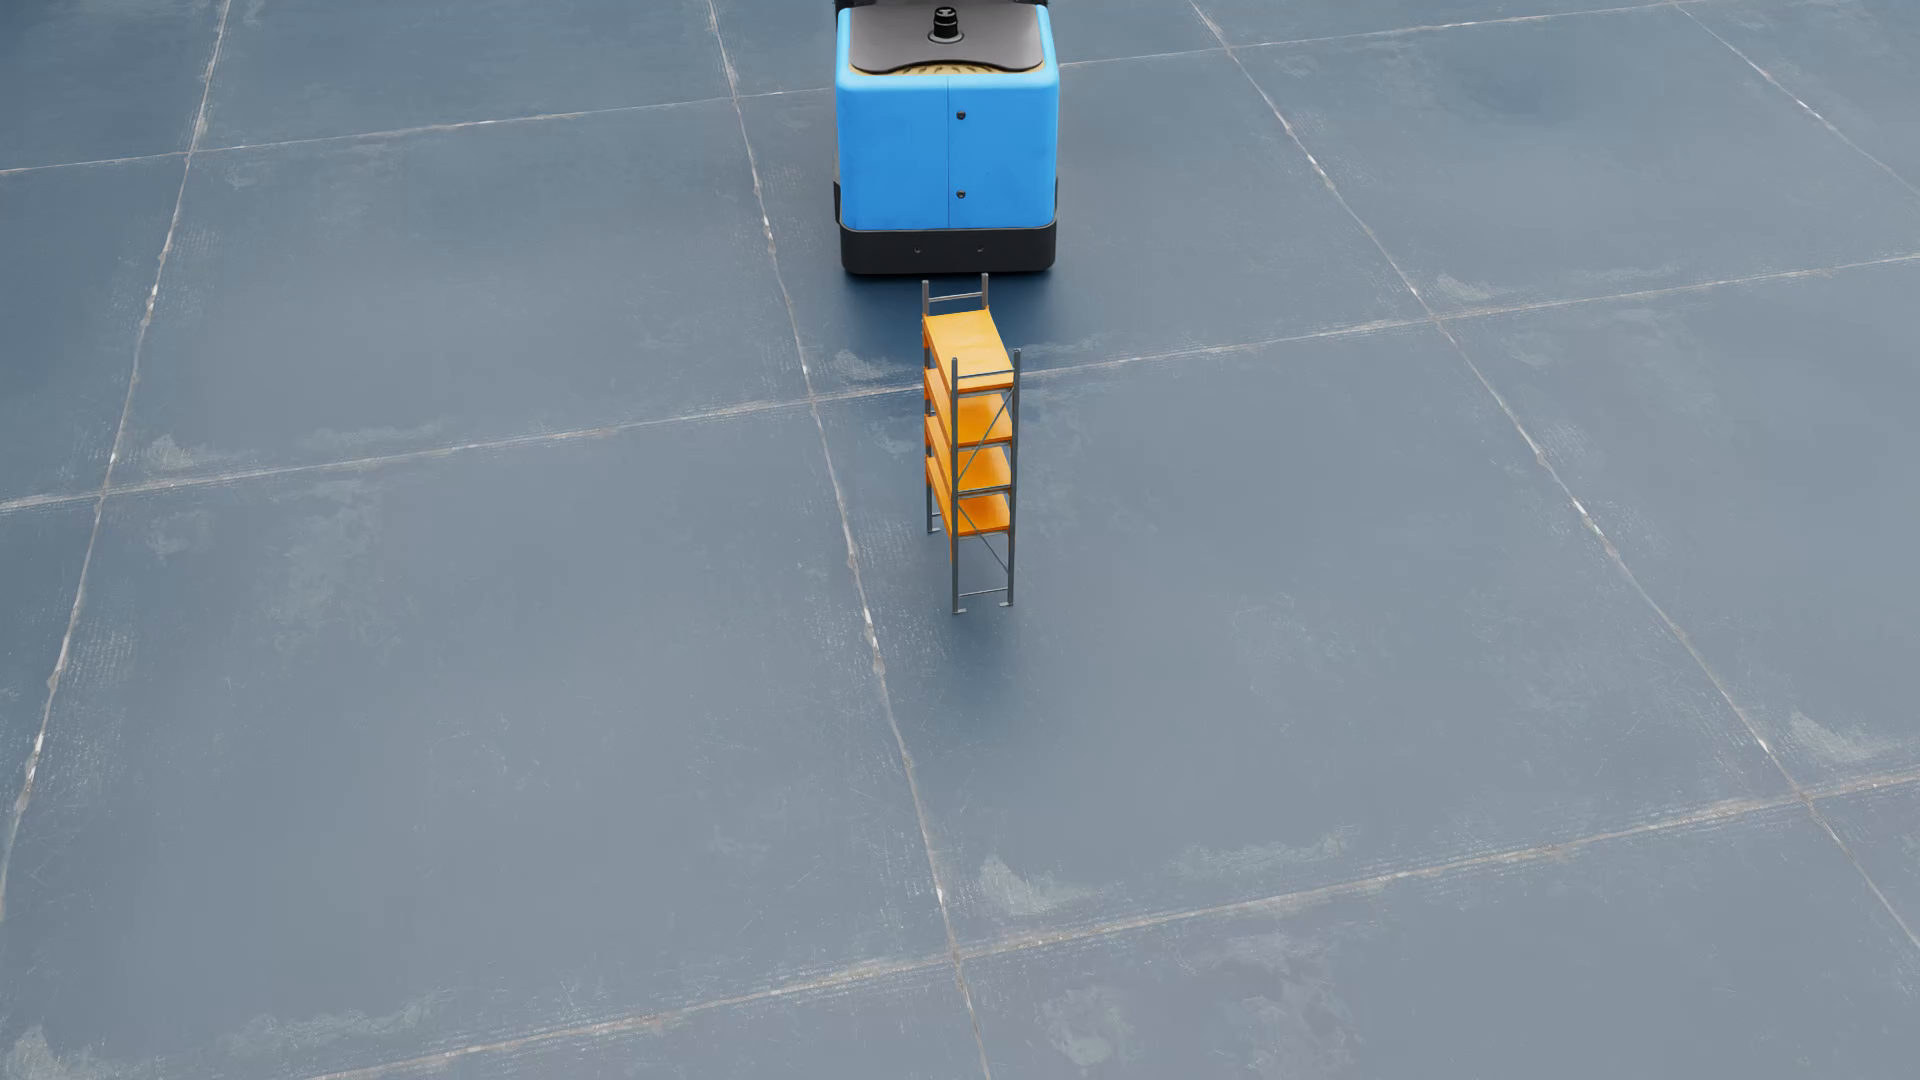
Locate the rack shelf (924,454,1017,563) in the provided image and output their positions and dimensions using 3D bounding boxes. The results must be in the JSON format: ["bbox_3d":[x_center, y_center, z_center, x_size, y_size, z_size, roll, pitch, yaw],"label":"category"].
[{"bbox_3d":[0.036,-0.143,6.407,0.258,0.148,0.480,-8,42,-9],"label":"rack shelf"}]

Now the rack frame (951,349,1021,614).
[{"bbox_3d":[0.088,-0.183,6.053,0.240,1.200,0.015,-8,42,-9],"label":"rack frame"}]

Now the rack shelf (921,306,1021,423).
[{"bbox_3d":[0.036,-0.635,5.970,0.258,0.148,0.480,-8,42,-9],"label":"rack shelf"}]

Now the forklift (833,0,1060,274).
[{"bbox_3d":[-0.106,-3.350,8.316,1.130,2.935,3.031,-1,42,-2],"label":"forklift"}]

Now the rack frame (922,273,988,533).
[{"bbox_3d":[-0.017,-0.500,6.409,0.240,1.200,0.015,-8,42,-9],"label":"rack frame"}]

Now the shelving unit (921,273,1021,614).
[{"bbox_3d":[0.036,-0.341,6.231,0.258,1.200,0.503,-8,42,-9],"label":"shelving unit"}]

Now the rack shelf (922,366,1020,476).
[{"bbox_3d":[0.036,-0.458,6.127,0.258,0.148,0.480,-8,42,-9],"label":"rack shelf"}]

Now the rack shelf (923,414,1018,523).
[{"bbox_3d":[0.036,-0.291,6.275,0.258,0.148,0.480,-8,42,-9],"label":"rack shelf"}]
